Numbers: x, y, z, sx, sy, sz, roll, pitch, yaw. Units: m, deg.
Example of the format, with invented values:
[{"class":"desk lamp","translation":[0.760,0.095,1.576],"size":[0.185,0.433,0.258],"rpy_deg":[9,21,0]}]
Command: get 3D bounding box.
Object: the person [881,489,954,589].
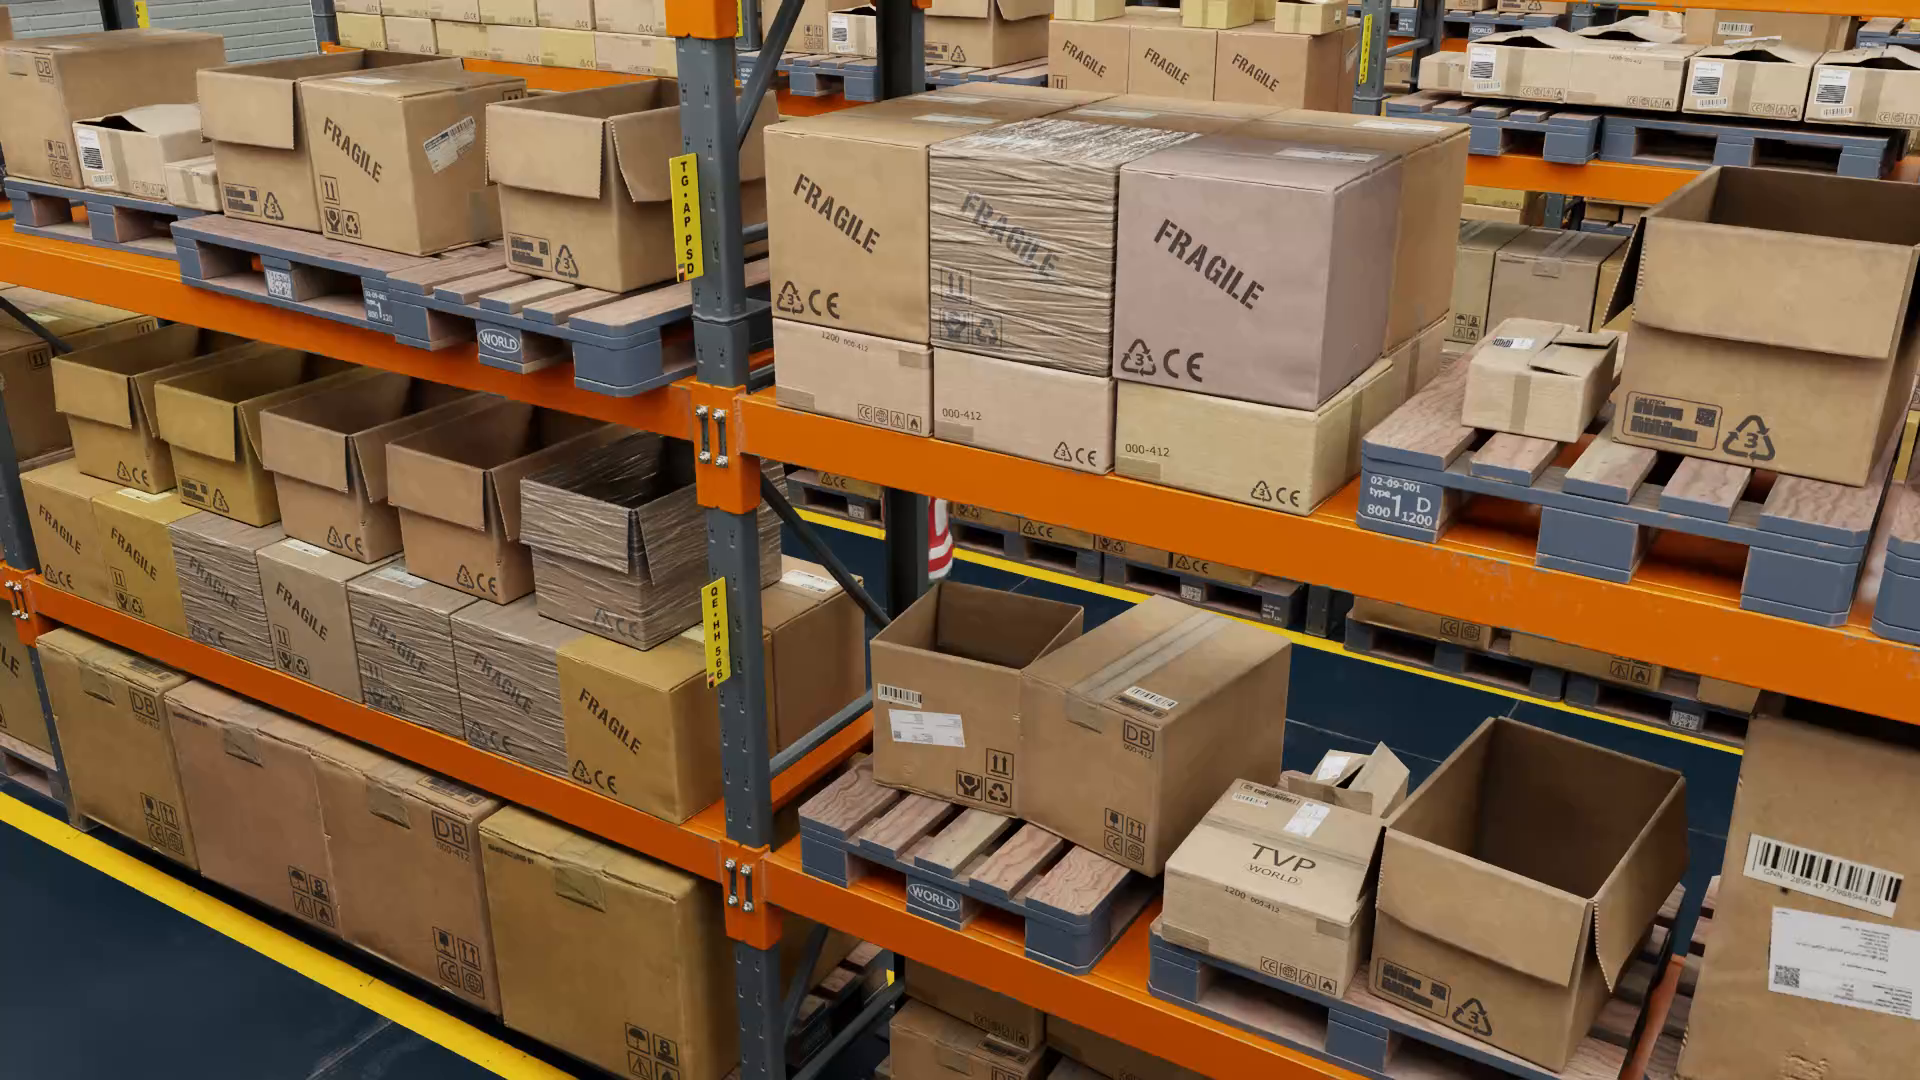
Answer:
[{"class":"person","translation":[-0.121,0.158,8.197],"size":[0.577,1.781,0.612],"rpy_deg":[4,23,10]}]
